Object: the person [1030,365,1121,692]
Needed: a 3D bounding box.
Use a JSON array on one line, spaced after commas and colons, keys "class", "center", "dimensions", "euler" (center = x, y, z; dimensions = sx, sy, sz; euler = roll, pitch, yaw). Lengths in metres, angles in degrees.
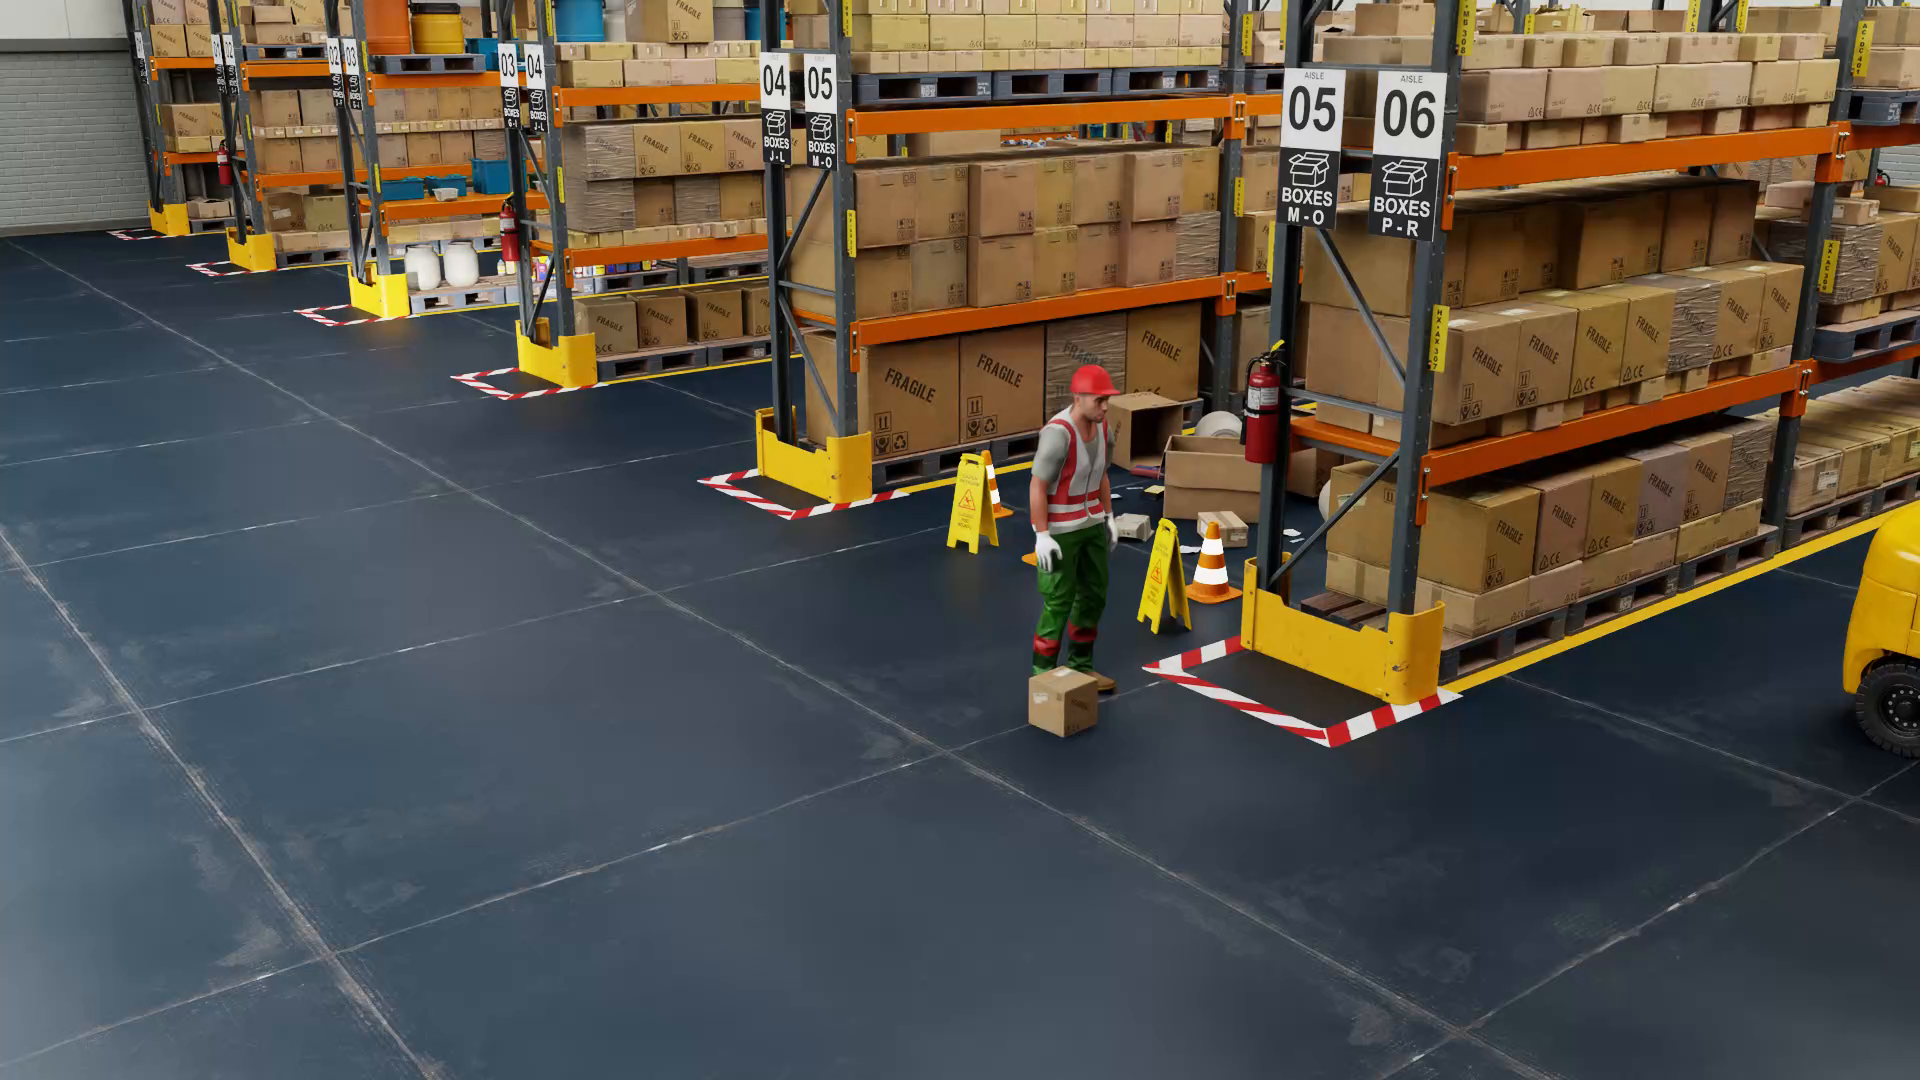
[{"class": "person", "center": [0.607, -0.039, 8.650], "dimensions": [0.601, 1.777, 0.452], "euler": [-16, 24, -41]}]
